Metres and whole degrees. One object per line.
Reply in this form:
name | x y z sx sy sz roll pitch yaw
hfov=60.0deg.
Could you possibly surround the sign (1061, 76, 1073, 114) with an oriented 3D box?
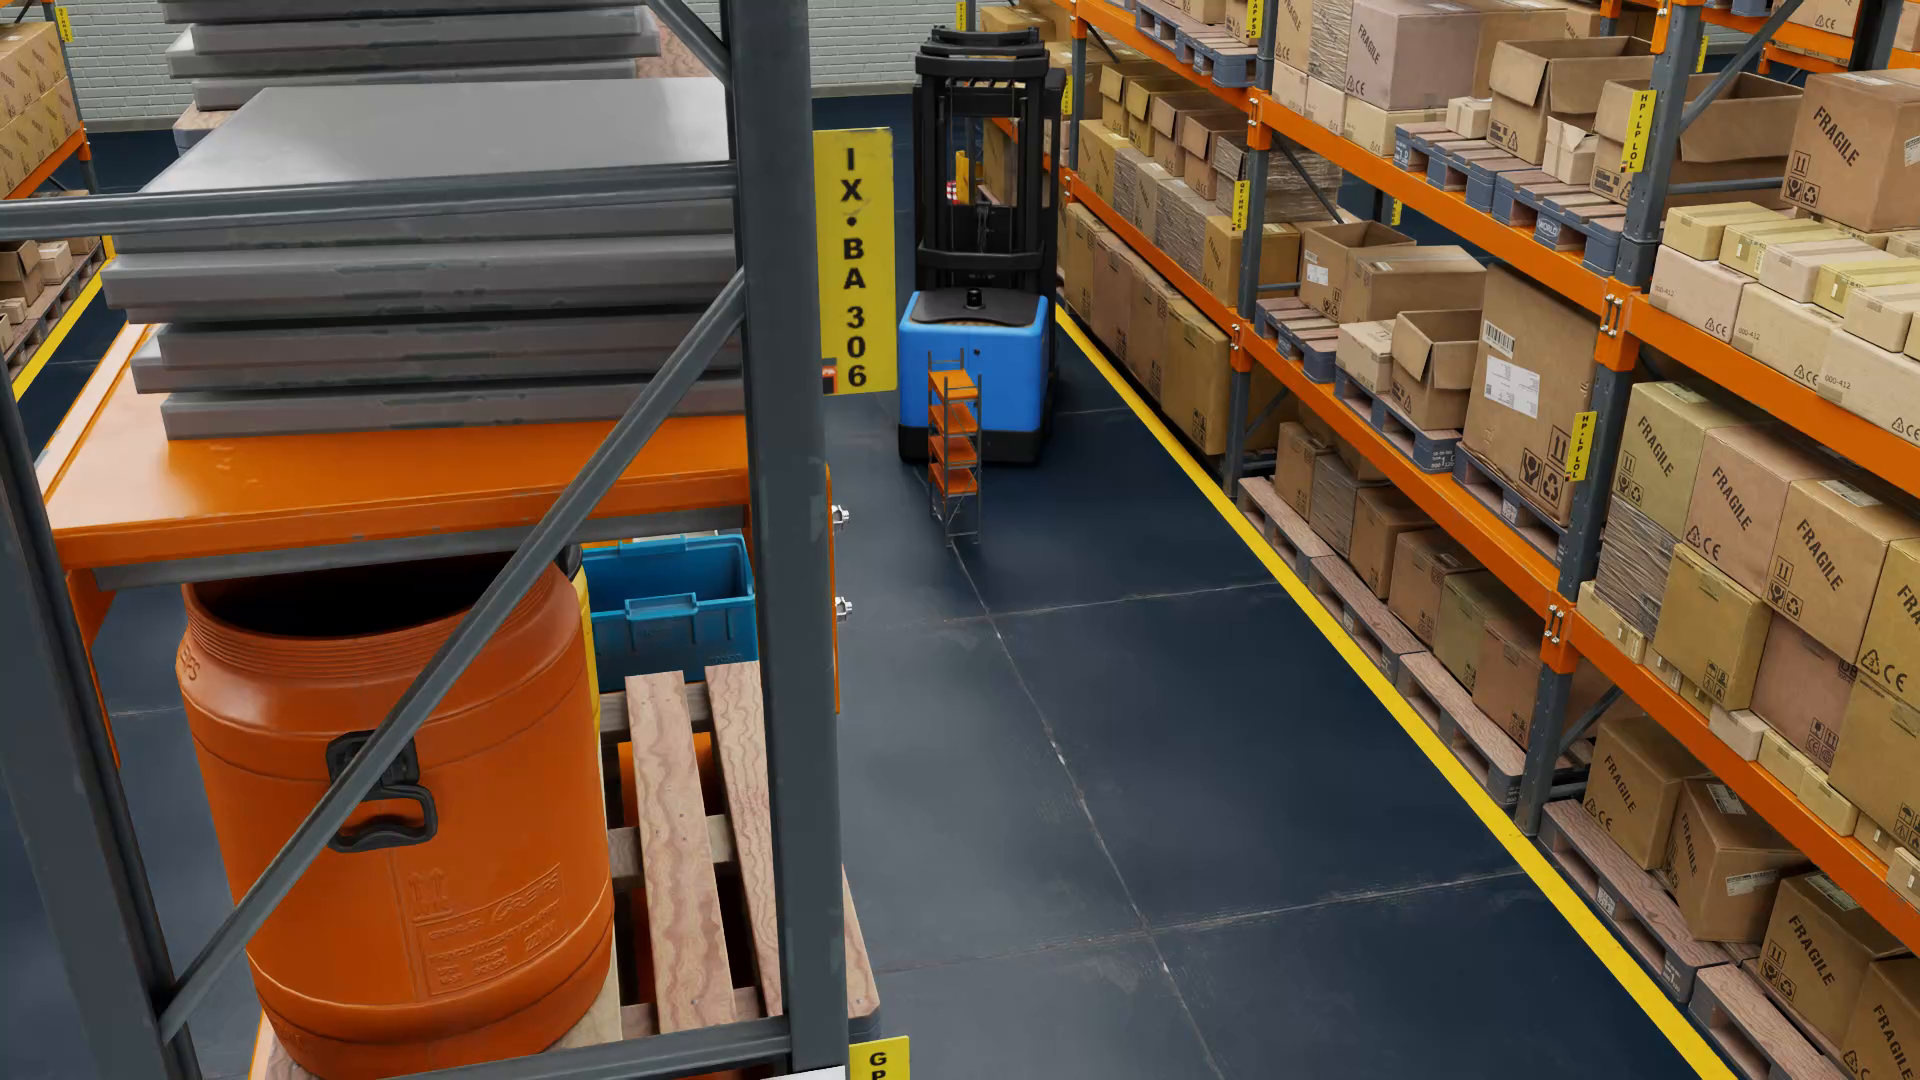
sign | 0.916 -3.826 14.298 0.100 0.325 0.005 -6 27 -12

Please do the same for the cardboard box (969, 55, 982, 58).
cardboard box | 0.400 -5.044 17.598 0.500 0.250 0.500 -7 28 -13

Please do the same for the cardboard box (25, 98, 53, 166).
cardboard box | -8.503 -3.641 14.871 0.500 0.500 0.500 -6 27 -11

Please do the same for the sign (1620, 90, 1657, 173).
sign | 2.720 -1.637 6.670 0.100 0.325 0.005 -6 27 -12

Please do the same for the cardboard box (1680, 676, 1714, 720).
cardboard box | 3.208 0.615 6.828 0.380 0.149 0.250 -6 27 -12

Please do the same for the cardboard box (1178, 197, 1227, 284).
cardboard box | 1.899 -2.160 11.937 0.500 0.500 0.500 -6 27 -12

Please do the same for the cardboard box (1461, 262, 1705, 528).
cardboard box | 3.217 -0.767 8.155 1.000 1.000 1.000 -6 27 -11

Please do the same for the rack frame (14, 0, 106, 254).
rack frame | -9.097 -4.212 16.113 1.000 3.000 0.127 -6 27 -12

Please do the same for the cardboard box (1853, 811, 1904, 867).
cardboard box | 3.467 1.051 5.965 0.380 0.149 0.250 -6 27 -12

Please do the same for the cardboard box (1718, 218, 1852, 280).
cardboard box | 3.159 -1.115 6.371 0.380 0.149 0.250 -7 28 -14

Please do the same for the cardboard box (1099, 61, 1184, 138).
cardboard box | 1.609 -3.674 13.822 0.797 0.503 0.637 -7 28 -13

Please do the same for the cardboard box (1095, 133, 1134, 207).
cardboard box | 1.431 -3.057 13.714 0.500 0.500 0.500 -6 27 -12

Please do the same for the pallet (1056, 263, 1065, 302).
pallet | 1.362 -2.558 15.930 1.003 0.211 1.213 -6 27 -12

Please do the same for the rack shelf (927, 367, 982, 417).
rack shelf | -0.037 -0.959 10.793 0.258 0.148 0.480 -6 27 -12

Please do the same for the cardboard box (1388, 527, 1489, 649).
cardboard box | 2.927 0.242 9.574 0.700 0.500 0.500 -8 28 -16

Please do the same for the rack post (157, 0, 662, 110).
rack post | -1.132 -1.182 3.535 0.937 0.300 0.954 -6 27 -13

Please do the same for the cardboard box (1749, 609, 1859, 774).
cardboard box | 3.590 0.510 6.316 0.875 0.500 0.500 -6 27 -12

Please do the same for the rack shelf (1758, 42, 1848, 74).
rack shelf | 10.661 -5.024 18.519 1.077 0.370 4.000 -6 27 -12

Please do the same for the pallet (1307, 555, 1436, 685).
pallet | 2.804 0.418 10.034 1.003 0.211 1.213 -6 27 -12

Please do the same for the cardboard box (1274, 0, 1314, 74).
cardboard box | 2.214 -3.079 9.873 0.500 0.500 0.500 -6 27 -11

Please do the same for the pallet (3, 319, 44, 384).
pallet | -8.349 -1.513 13.860 1.003 0.211 1.213 -6 27 -12

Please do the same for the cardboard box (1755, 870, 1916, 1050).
cardboard box | 3.664 1.675 6.758 0.500 0.500 0.500 -8 28 -16

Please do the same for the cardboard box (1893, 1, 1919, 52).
cardboard box | 6.837 -3.773 11.802 0.500 0.500 0.500 -6 27 -12

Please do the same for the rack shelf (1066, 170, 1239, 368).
rack shelf | 1.908 -2.262 13.047 1.077 0.370 4.000 -6 27 -12

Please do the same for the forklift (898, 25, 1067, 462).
forklift | 0.225 -2.505 12.806 1.130 2.935 3.031 3 27 6

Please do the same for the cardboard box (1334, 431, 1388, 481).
cardboard box | 2.668 -0.597 10.404 0.500 0.250 0.500 -3 27 -6

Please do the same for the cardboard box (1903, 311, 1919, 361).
cardboard box | 3.363 -0.656 5.463 0.380 0.149 0.250 -6 27 -13

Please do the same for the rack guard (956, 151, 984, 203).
rack guard | 0.550 -4.111 18.687 1.175 0.500 0.348 -6 27 -12

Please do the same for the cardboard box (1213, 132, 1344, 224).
cardboard box | 2.209 -2.520 11.536 0.797 0.503 0.637 -5 27 -10

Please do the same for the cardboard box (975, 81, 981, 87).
cardboard box | 0.373 -4.803 17.562 0.380 0.149 0.250 -6 27 -12

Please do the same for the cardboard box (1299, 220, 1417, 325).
cardboard box | 2.519 -1.704 10.566 0.500 0.500 0.500 -9 28 -18

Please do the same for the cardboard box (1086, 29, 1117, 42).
cardboard box | 1.373 -4.543 15.771 0.500 0.500 0.500 -7 28 -13

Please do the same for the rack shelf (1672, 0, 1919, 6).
rack shelf | 3.710 -1.426 4.738 1.077 0.370 4.000 -6 27 -12

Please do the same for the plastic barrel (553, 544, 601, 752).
plastic barrel | -1.045 0.212 3.344 0.600 0.588 0.600 0 27 0

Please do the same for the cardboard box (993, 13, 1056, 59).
cardboard box | 0.636 -4.933 16.545 0.500 0.500 0.500 -7 28 -13

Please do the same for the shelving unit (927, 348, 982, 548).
shelving unit | -0.037 -0.608 10.970 0.258 1.200 0.503 -6 27 -12

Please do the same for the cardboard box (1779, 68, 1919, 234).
cardboard box | 3.610 -1.517 6.448 0.500 0.500 0.500 -7 28 -13

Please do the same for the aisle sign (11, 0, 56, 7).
aisle sign | -8.814 -5.434 15.649 0.394 0.787 0.004 -6 27 -12

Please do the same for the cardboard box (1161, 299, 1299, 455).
cardboard box | 2.223 -1.249 12.134 1.225 0.875 0.875 -7 28 -14

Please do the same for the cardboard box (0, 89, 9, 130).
cardboard box | -8.260 -3.635 13.749 0.500 0.500 0.500 -7 28 -13

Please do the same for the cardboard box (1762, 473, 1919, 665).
cardboard box | 3.340 0.090 6.039 0.500 0.500 0.500 -6 27 -12

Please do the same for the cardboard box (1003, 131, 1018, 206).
cardboard box | 0.983 -3.783 17.155 0.875 0.875 0.875 -6 27 -12

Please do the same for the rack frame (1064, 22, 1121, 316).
rack frame | 1.457 -3.461 14.624 1.000 3.000 0.127 -6 27 -12

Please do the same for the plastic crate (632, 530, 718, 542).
plastic crate | -0.810 -0.004 4.738 0.243 0.136 0.396 -6 27 -12

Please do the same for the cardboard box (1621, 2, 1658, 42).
cardboard box | 6.448 -4.767 15.661 0.500 0.500 0.500 -5 27 -10

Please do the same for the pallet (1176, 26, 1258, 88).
pallet | 2.161 -3.237 11.061 1.213 0.211 1.003 -5 27 -9

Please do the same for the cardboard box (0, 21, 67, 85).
cardboard box | -8.729 -4.536 15.534 0.500 0.500 0.500 -6 27 -12

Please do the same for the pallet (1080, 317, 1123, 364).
pallet | 1.704 -1.885 14.596 1.003 0.211 1.213 -6 27 -12

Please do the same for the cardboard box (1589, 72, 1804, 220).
cardboard box | 3.250 -1.738 7.301 0.797 0.503 0.637 -7 28 -14

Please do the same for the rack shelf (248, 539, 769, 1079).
rack shelf | -1.115 0.414 4.416 1.077 0.370 4.000 -6 27 -12

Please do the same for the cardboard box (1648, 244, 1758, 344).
cardboard box | 3.112 -0.997 6.581 0.500 0.250 0.500 -7 28 -14

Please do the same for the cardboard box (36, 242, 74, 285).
cardboard box | -8.550 -2.548 15.378 0.500 0.250 0.500 -6 27 -12

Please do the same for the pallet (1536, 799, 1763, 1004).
pallet | 3.445 1.587 7.717 1.003 0.211 1.213 -6 27 -12
